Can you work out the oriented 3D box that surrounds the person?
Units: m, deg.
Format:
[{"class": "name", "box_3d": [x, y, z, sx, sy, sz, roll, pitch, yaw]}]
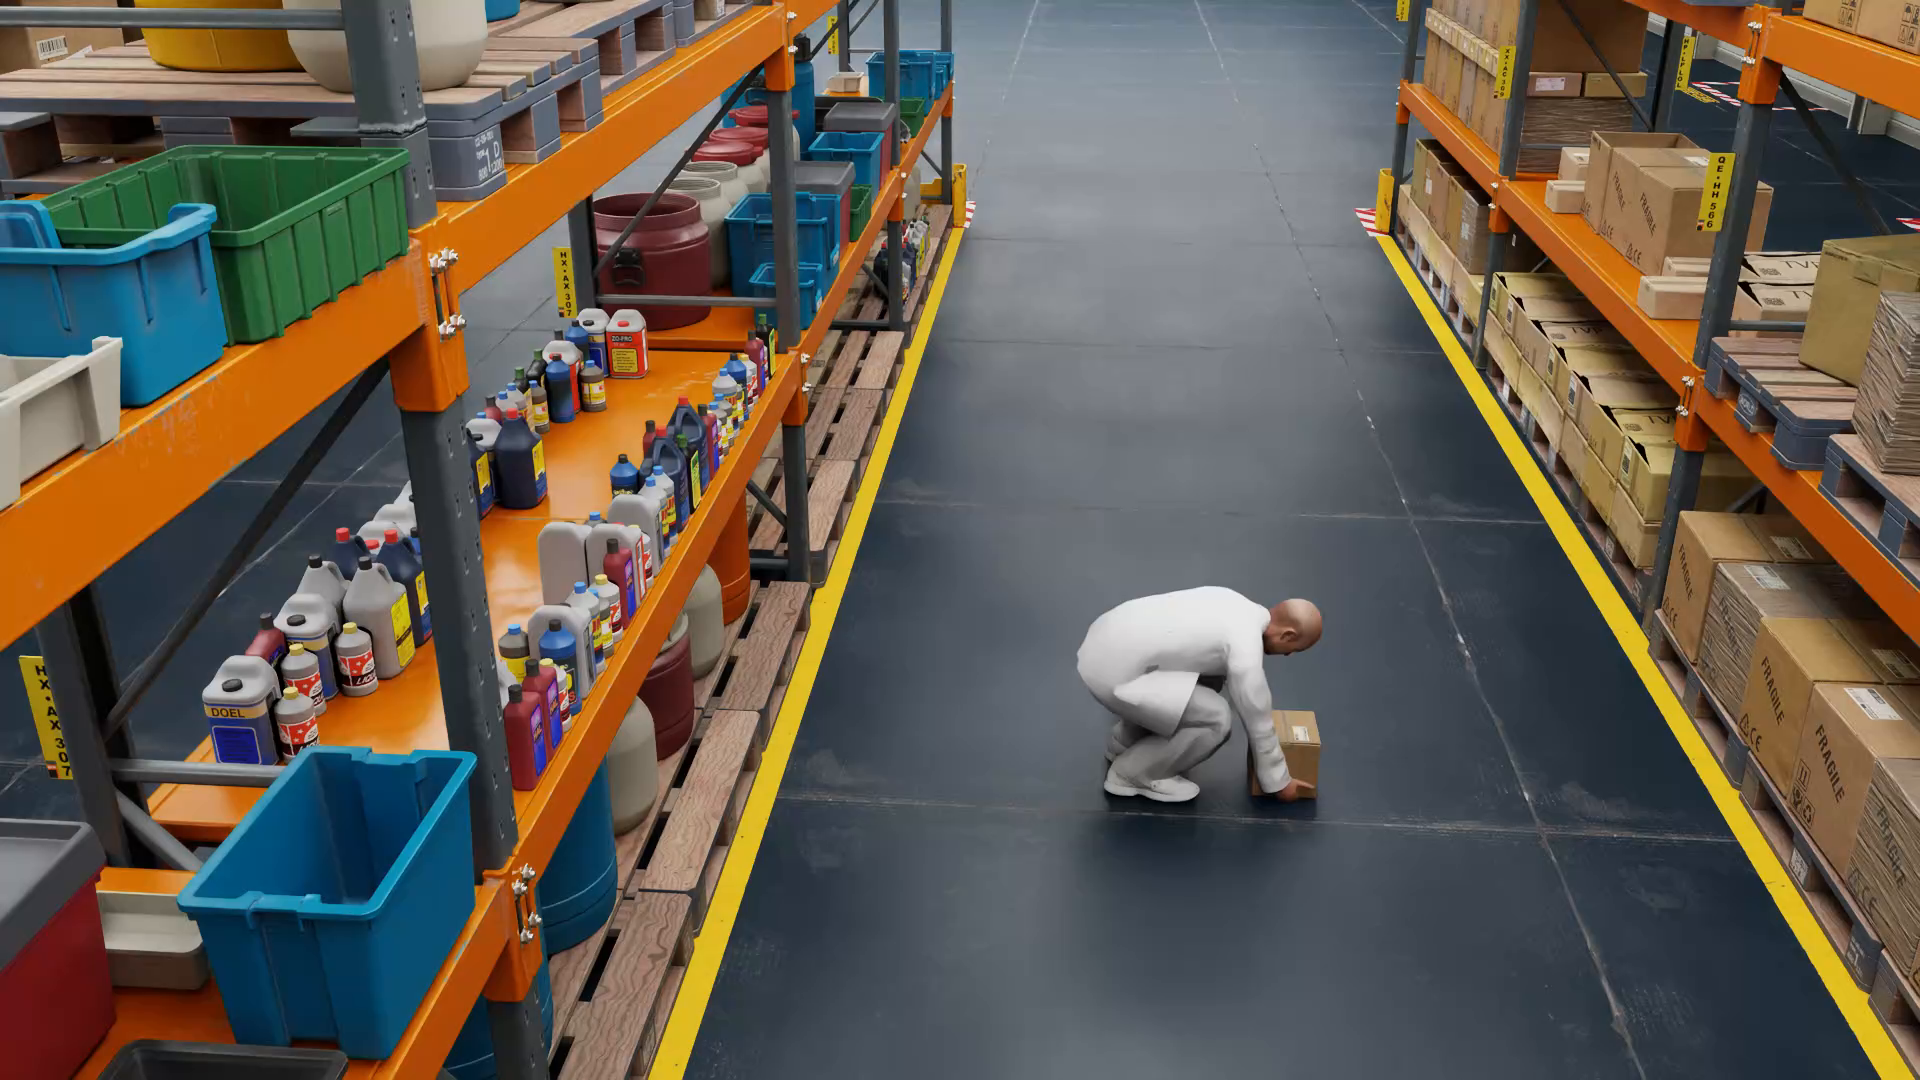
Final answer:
[{"class": "person", "box_3d": [0.927, 0.601, 6.511, 0.946, 0.810, 0.577, 1, 24, 3]}]
